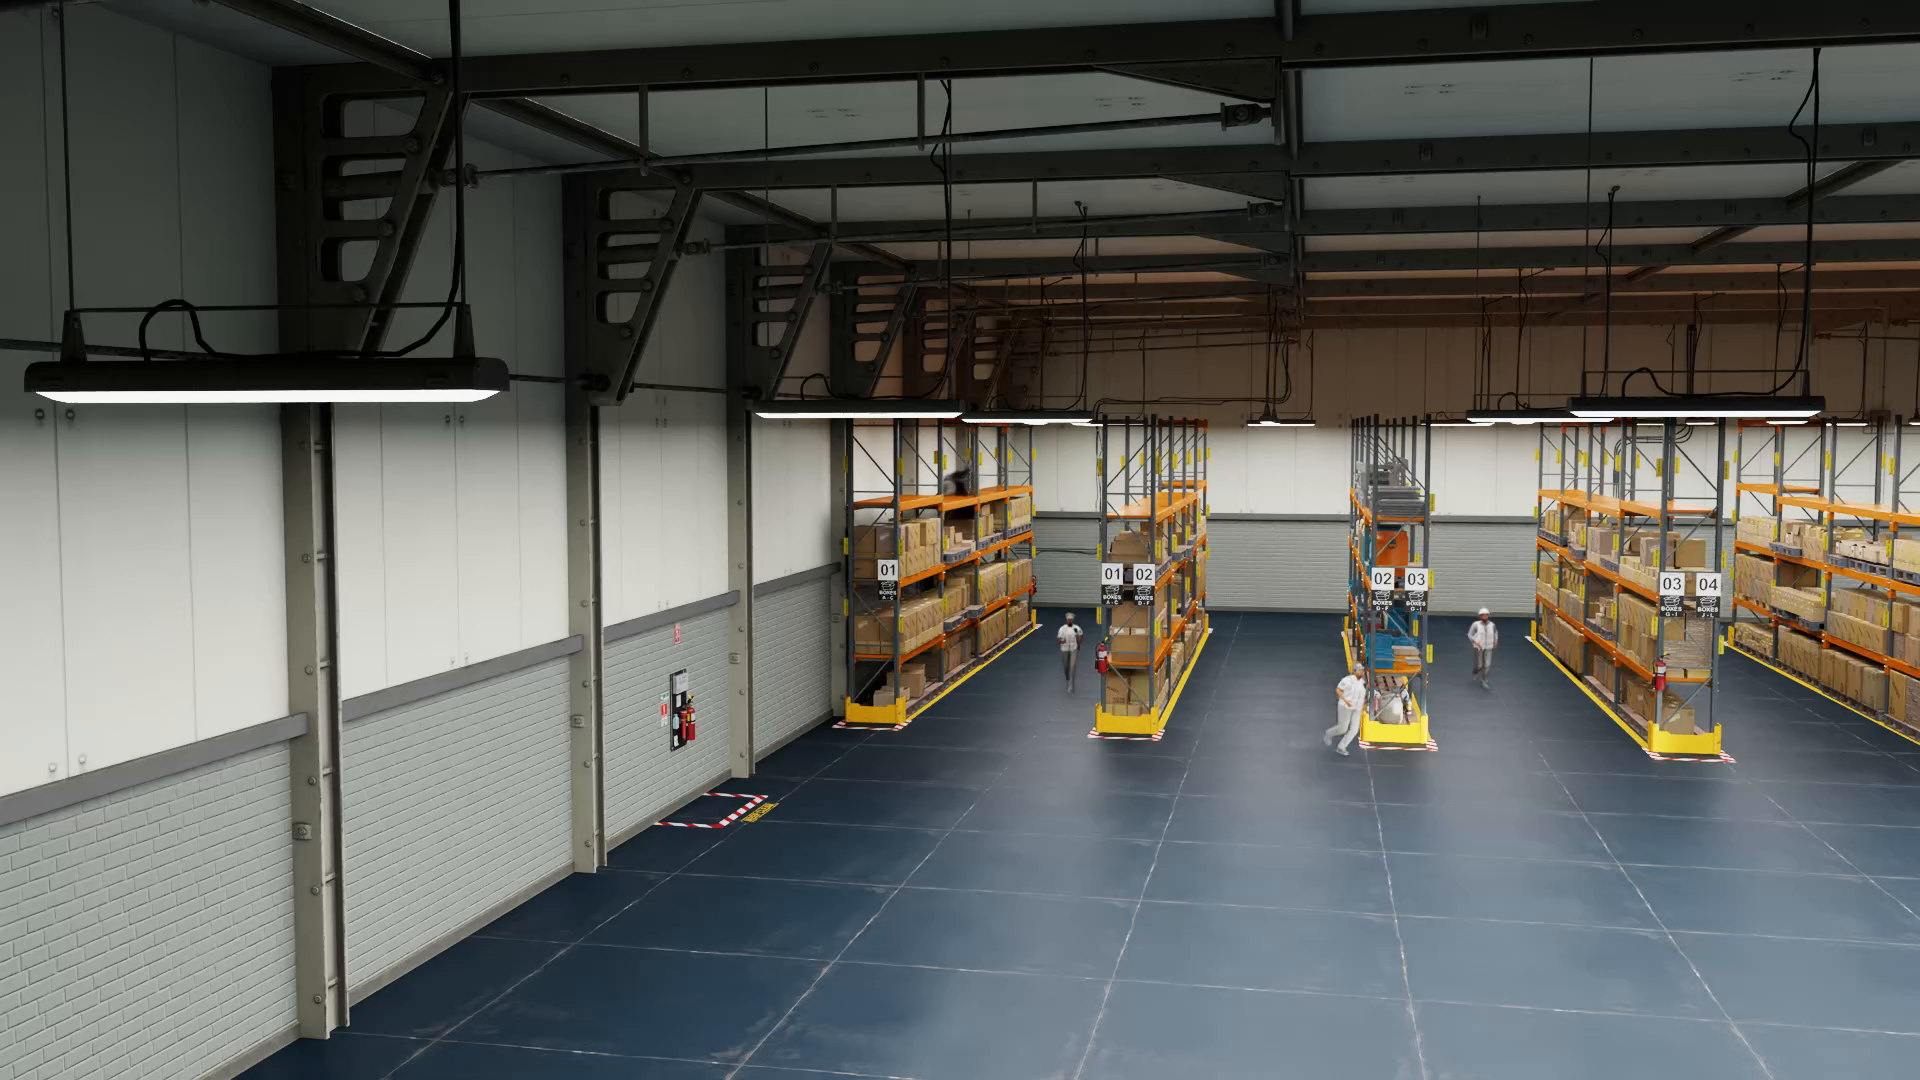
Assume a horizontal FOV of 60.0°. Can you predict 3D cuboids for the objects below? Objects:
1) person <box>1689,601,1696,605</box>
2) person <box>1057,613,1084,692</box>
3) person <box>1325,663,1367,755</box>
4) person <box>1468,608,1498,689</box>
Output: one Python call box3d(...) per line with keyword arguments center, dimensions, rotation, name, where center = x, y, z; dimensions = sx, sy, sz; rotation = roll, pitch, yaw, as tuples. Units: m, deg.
box3d(center=(19.053, 2.023, 43.685), dimensions=(0.623, 1.616, 0.552), rotation=(2, 4, 27), name="person")
box3d(center=(2.406, 2.429, 36.374), dimensions=(0.586, 1.685, 0.891), rotation=(0, 4, 7), name="person")
box3d(center=(6.912, 2.974, 29.562), dimensions=(0.680, 1.589, 0.621), rotation=(-1, 4, -21), name="person")
box3d(center=(11.643, 2.394, 36.996), dimensions=(0.685, 1.762, 0.701), rotation=(0, 4, 0), name="person")
